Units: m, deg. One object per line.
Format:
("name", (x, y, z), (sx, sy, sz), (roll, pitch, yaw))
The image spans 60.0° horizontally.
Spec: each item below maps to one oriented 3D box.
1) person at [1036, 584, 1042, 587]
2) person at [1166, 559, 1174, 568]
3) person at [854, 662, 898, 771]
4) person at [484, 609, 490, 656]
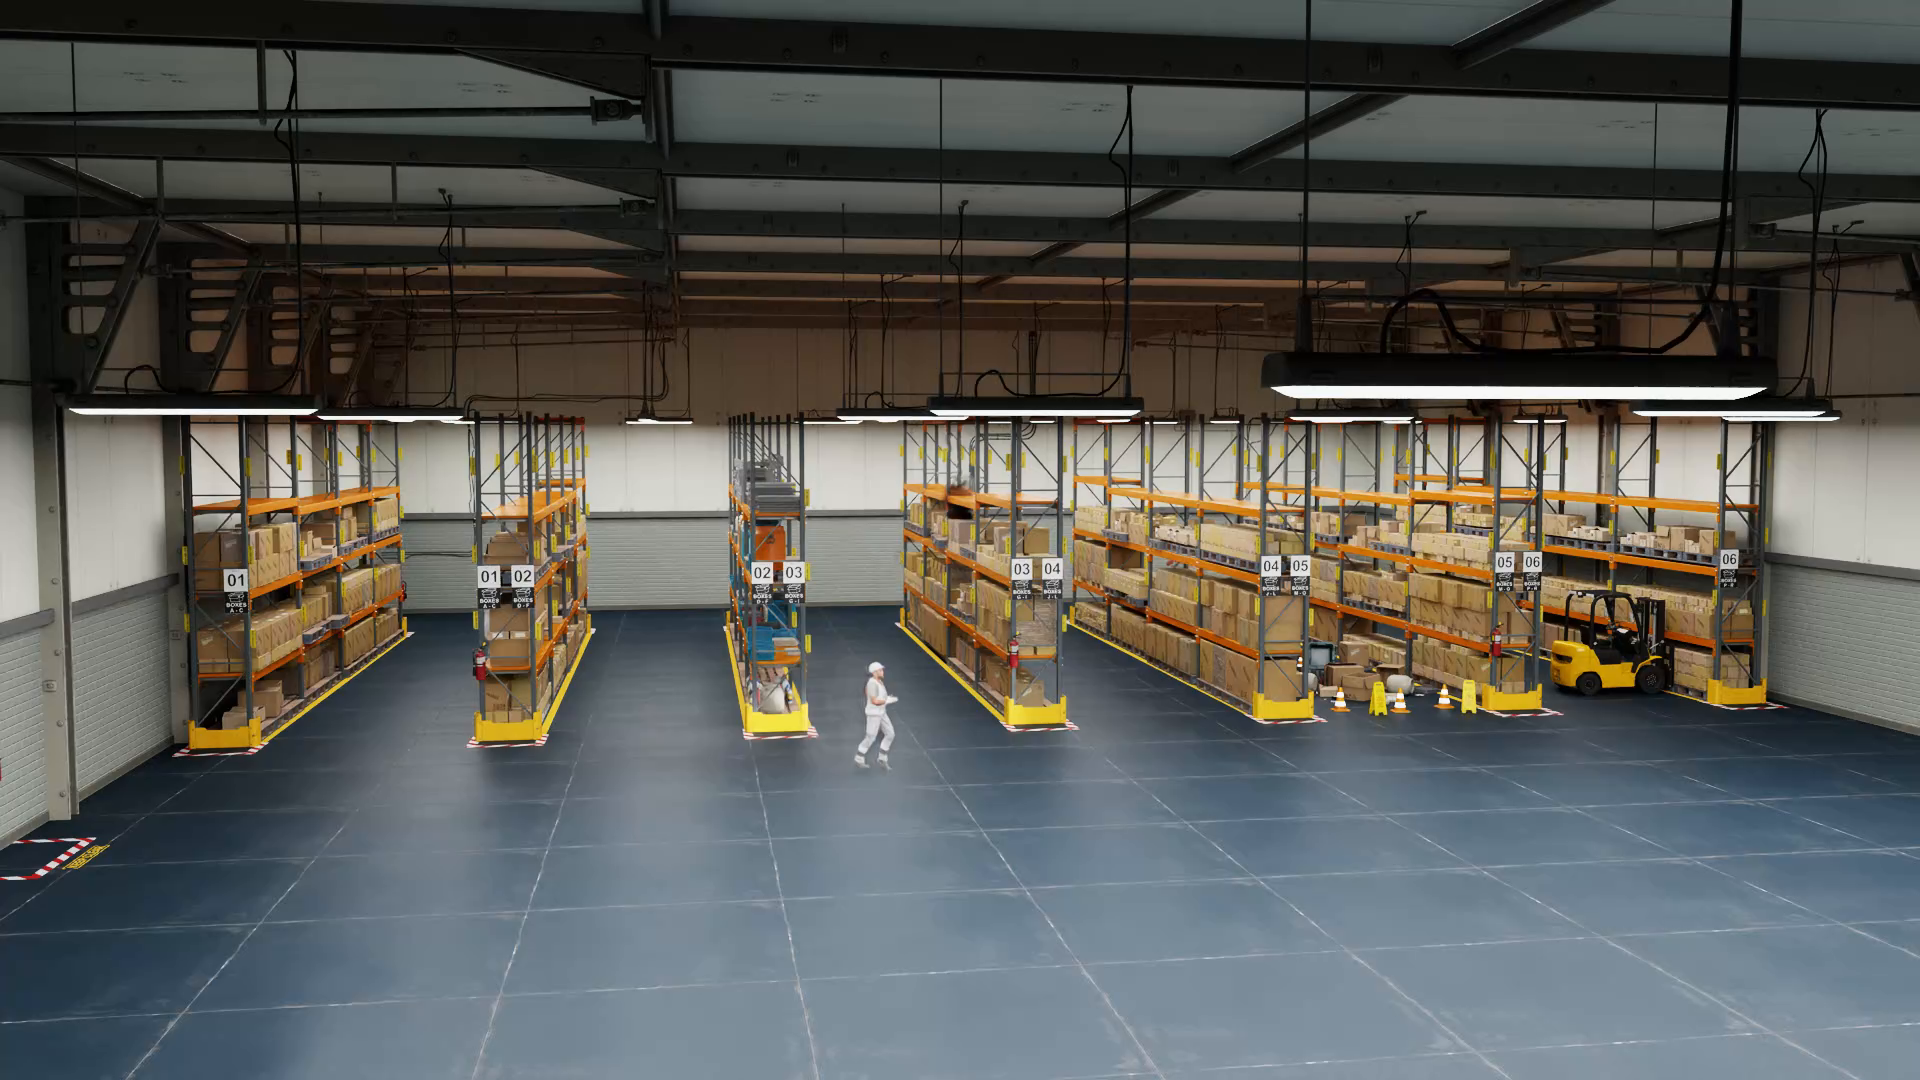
("person", (2.309, 1.707, 46.581), (0.670, 1.746, 0.949), (-1, 4, -12))
("person", (6.278, 1.421, 50.156), (0.705, 1.824, 0.632), (-1, 4, -15))
("person", (-1.387, 2.952, 27.620), (0.776, 1.852, 0.664), (1, 4, 16))
("person", (-11.618, 2.046, 41.198), (0.691, 1.762, 0.781), (-1, 4, -9))
